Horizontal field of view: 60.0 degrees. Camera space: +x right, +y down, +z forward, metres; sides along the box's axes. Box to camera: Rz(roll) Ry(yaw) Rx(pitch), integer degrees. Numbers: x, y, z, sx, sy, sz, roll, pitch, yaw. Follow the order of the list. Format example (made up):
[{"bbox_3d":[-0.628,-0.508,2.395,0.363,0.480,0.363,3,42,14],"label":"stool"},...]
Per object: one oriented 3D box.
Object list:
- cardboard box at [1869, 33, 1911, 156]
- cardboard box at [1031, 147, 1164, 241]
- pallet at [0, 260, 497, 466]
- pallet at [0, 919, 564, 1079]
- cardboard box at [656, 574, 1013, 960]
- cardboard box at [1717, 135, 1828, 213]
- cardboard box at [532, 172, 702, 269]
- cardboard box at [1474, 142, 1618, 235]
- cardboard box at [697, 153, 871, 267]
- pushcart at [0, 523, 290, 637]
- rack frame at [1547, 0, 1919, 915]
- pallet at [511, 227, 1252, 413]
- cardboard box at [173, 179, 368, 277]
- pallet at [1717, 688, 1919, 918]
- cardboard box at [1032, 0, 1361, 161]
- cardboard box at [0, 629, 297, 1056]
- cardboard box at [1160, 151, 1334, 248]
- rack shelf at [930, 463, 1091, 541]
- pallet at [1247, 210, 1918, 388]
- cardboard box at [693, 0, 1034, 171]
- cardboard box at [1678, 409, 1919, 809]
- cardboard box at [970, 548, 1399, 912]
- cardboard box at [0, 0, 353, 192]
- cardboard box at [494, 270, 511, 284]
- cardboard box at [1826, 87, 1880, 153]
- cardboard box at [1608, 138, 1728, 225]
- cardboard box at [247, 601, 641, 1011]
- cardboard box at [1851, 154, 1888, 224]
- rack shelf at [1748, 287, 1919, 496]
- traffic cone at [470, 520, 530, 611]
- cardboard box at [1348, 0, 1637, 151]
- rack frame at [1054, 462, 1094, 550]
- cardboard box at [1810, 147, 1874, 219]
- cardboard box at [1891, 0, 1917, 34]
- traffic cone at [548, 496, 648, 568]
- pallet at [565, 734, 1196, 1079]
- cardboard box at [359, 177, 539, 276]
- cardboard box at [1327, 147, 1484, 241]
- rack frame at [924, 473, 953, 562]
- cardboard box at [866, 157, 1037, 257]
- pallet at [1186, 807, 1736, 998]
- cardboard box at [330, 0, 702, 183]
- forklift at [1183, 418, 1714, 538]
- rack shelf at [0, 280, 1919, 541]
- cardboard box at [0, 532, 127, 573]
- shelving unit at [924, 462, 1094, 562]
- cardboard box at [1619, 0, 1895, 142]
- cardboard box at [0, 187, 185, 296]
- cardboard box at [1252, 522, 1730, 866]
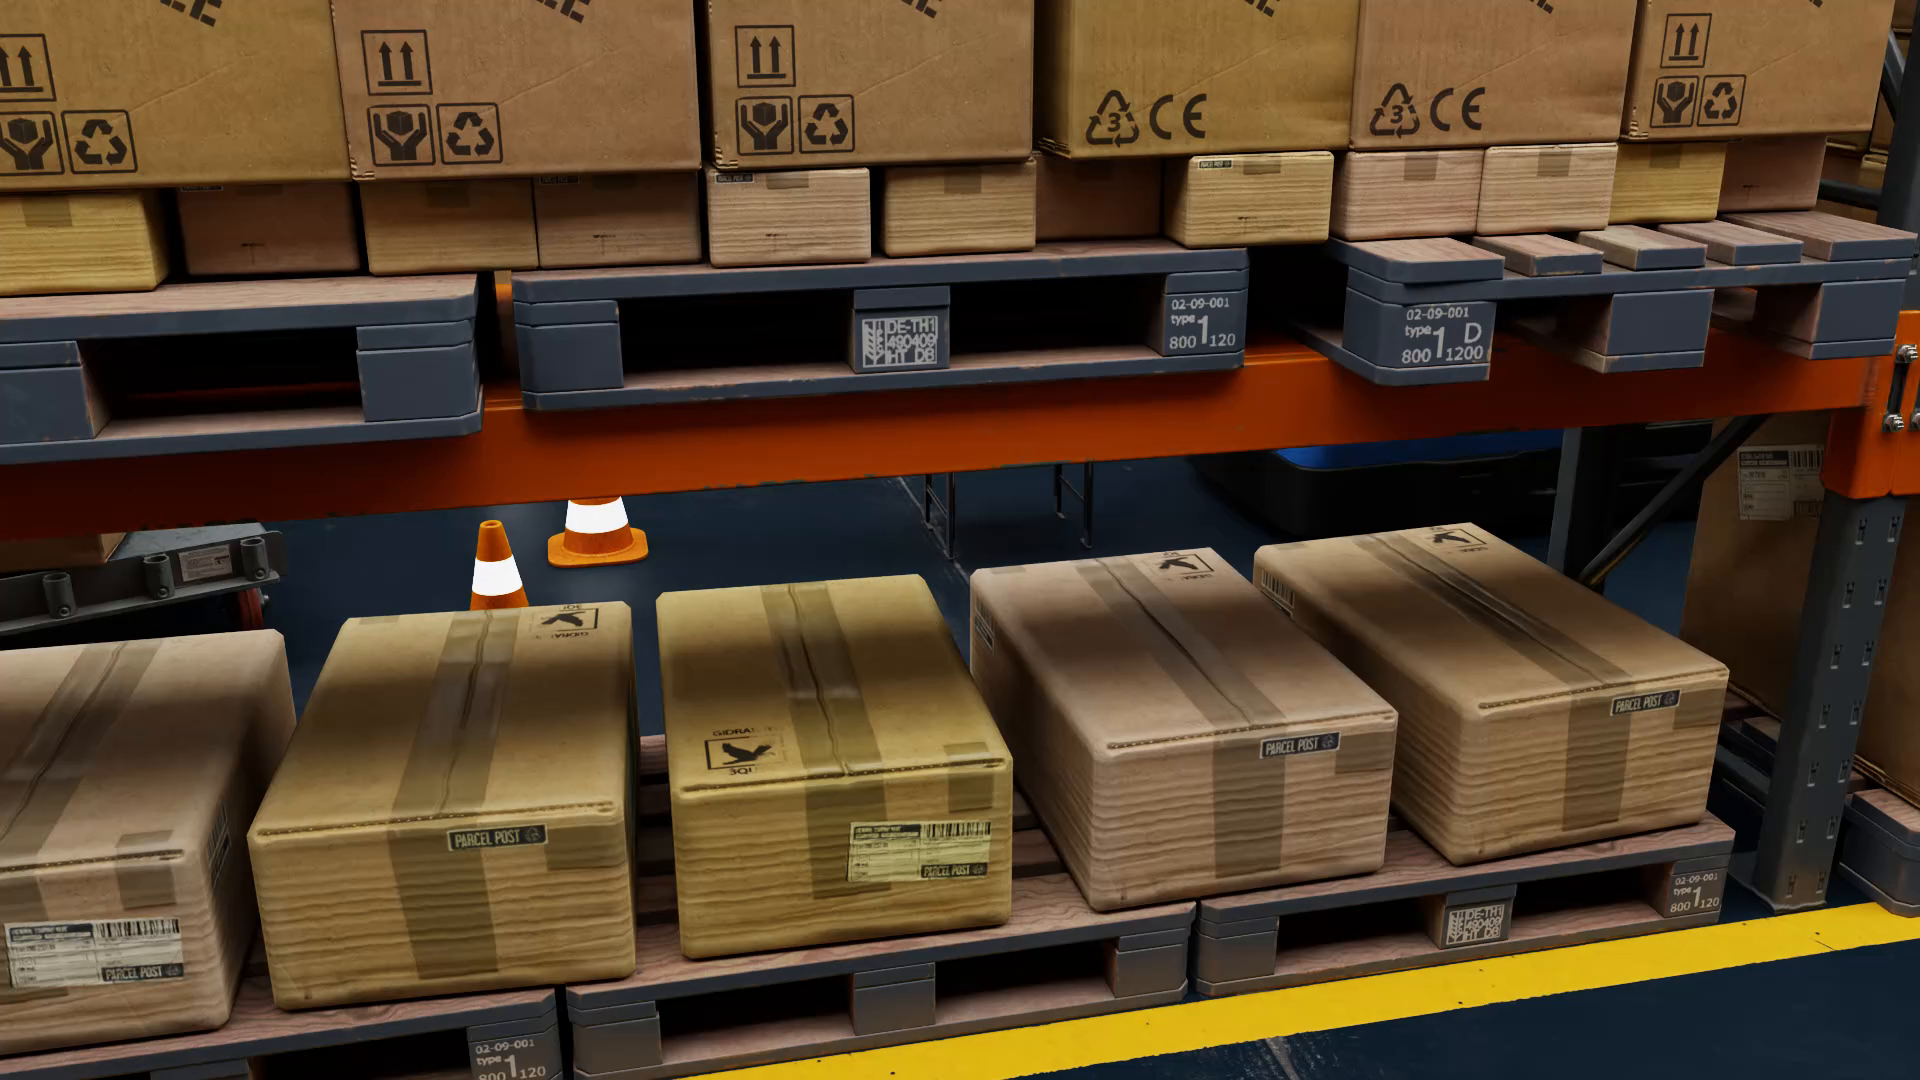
[{"bbox_3d":[2.259,-0.890,3.375,0.500,0.250,0.500,-5,21,-13],"label":"cardboard box"},{"bbox_3d":[0.180,-0.641,2.959,0.250,0.149,0.380,-4,21,-12],"label":"cardboard box"},{"bbox_3d":[-1.406,-0.374,2.752,1.213,0.211,1.003,-5,21,-12],"label":"pallet"},{"bbox_3d":[-1.426,0.795,3.336,1.213,0.211,1.003,-5,21,-12],"label":"pallet"},{"bbox_3d":[-0.298,0.429,3.493,0.625,0.372,0.950,-4,20,-11],"label":"cardboard box"},{"bbox_3d":[1.444,-0.743,3.237,0.250,0.149,0.380,-4,20,-10],"label":"cardboard box"},{"bbox_3d":[-0.569,-0.559,2.735,0.250,0.149,0.380,-4,21,-12],"label":"cardboard box"},{"bbox_3d":[0.965,-0.663,3.017,0.250,0.149,0.380,-5,21,-13],"label":"cardboard box"},{"bbox_3d":[-0.298,-0.563,2.745,0.250,0.149,0.380,-4,20,-10],"label":"cardboard box"},{"bbox_3d":[-2.757,0.020,5.211,0.936,0.377,1.648,-13,24,-31],"label":"pushcart"},{"bbox_3d":[1.709,-0.768,3.551,0.127,3.000,1.000,-5,21,-12],"label":"rack frame"},{"bbox_3d":[-0.208,-0.508,3.119,1.213,0.211,1.003,-5,21,-12],"label":"pallet"},{"bbox_3d":[-1.070,-0.534,2.666,0.250,0.149,0.380,-3,20,-9],"label":"cardboard box"},{"bbox_3d":[2.494,0.504,4.133,1.213,0.211,1.003,-5,21,-12],"label":"pallet"},{"bbox_3d":[0.339,-0.938,2.827,0.500,0.500,0.500,-6,21,-16],"label":"cardboard box"},{"bbox_3d":[-1.674,0.543,3.183,0.625,0.372,0.950,-4,21,-12],"label":"cardboard box"},{"bbox_3d":[0.454,-0.619,2.898,0.250,0.149,0.380,-4,21,-12],"label":"cardboard box"},{"bbox_3d":[0.161,-0.329,5.735,0.480,0.518,0.431,-5,21,-12],"label":"rack shelf"},{"bbox_3d":[1.040,-0.586,3.333,1.003,0.211,1.213,-5,21,-12],"label":"pallet"},{"bbox_3d":[-0.192,-0.895,2.710,0.500,0.500,0.500,-6,21,-15],"label":"cardboard box"},{"bbox_3d":[2.400,0.005,3.918,0.875,0.875,0.875,-5,21,-13],"label":"cardboard box"},{"bbox_3d":[0.441,0.371,3.651,0.625,0.372,0.950,-5,21,-14],"label":"cardboard box"},{"bbox_3d":[-1.174,-0.817,2.495,0.500,0.500,0.500,-5,21,-12],"label":"cardboard box"},{"bbox_3d":[-1.898,-1.396,7.925,0.750,0.750,1.050,-5,21,-12],"label":"cardboard box"},{"bbox_3d":[2.122,-1.056,3.828,0.500,0.250,0.500,-5,21,-13],"label":"cardboard box"},{"bbox_3d":[1.200,-0.698,3.113,0.250,0.149,0.380,-4,21,-12],"label":"cardboard box"},{"bbox_3d":[-0.975,0.484,3.341,0.625,0.372,0.950,-3,20,-9],"label":"cardboard box"},{"bbox_3d":[2.243,-0.653,3.453,0.500,0.250,0.500,-5,21,-13],"label":"cardboard box"},{"bbox_3d":[3.656,-0.589,4.107,4.000,0.370,1.077,-5,21,-12],"label":"rack shelf"},{"bbox_3d":[-1.299,0.173,4.671,0.334,0.463,0.336,-5,21,-12],"label":"traffic cone"},{"bbox_3d":[0.830,-0.979,2.937,0.500,0.500,0.500,-5,21,-13],"label":"cardboard box"},{"bbox_3d":[0.399,-1.018,5.542,0.015,2.100,0.400,-5,21,-12],"label":"rack frame"},{"bbox_3d":[2.142,-0.825,3.924,0.500,0.250,0.500,-5,21,-14],"label":"cardboard box"},{"bbox_3d":[2.245,-1.242,3.245,0.500,0.500,0.500,-5,21,-14],"label":"cardboard box"},{"bbox_3d":[-1.247,-0.185,5.647,0.334,0.463,0.336,-5,21,-12],"label":"traffic cone"},{"bbox_3d":[-0.237,0.698,3.603,1.213,0.211,1.003,-5,21,-12],"label":"pallet"},{"bbox_3d":[-0.810,-0.540,2.683,0.250,0.149,0.380,-4,21,-12],"label":"cardboard box"},{"bbox_3d":[0.718,-0.645,2.970,0.250,0.149,0.380,-6,21,-15],"label":"cardboard box"},{"bbox_3d":[-0.076,-0.980,5.436,0.015,2.100,0.400,-5,21,-12],"label":"rack frame"},{"bbox_3d":[-0.045,-0.594,2.829,0.250,0.149,0.380,-5,21,-14],"label":"cardboard box"},{"bbox_3d":[0.948,0.602,3.864,1.213,0.211,1.003,-5,21,-12],"label":"pallet"},{"bbox_3d":[-0.690,-0.851,2.589,0.500,0.500,0.500,-5,21,-13],"label":"cardboard box"},{"bbox_3d":[2.444,-1.627,5.995,3.031,2.935,1.130,-6,21,-16],"label":"forklift"},{"bbox_3d":[-0.237,-0.272,3.243,4.000,0.370,1.077,-5,21,-12],"label":"rack shelf"},{"bbox_3d":[-2.622,-0.227,4.607,0.500,0.500,0.500,-5,21,-12],"label":"cardboard box"},{"bbox_3d":[0.161,-0.999,5.489,0.503,2.100,0.431,-5,21,-12],"label":"shelving unit"},{"bbox_3d":[1.331,-1.023,3.059,0.500,0.500,0.500,-5,21,-14],"label":"cardboard box"},{"bbox_3d":[-1.328,-0.486,2.535,0.250,0.149,0.380,-4,21,-11],"label":"cardboard box"},{"bbox_3d":[1.157,0.310,3.818,0.625,0.372,0.950,-6,21,-16],"label":"cardboard box"}]
